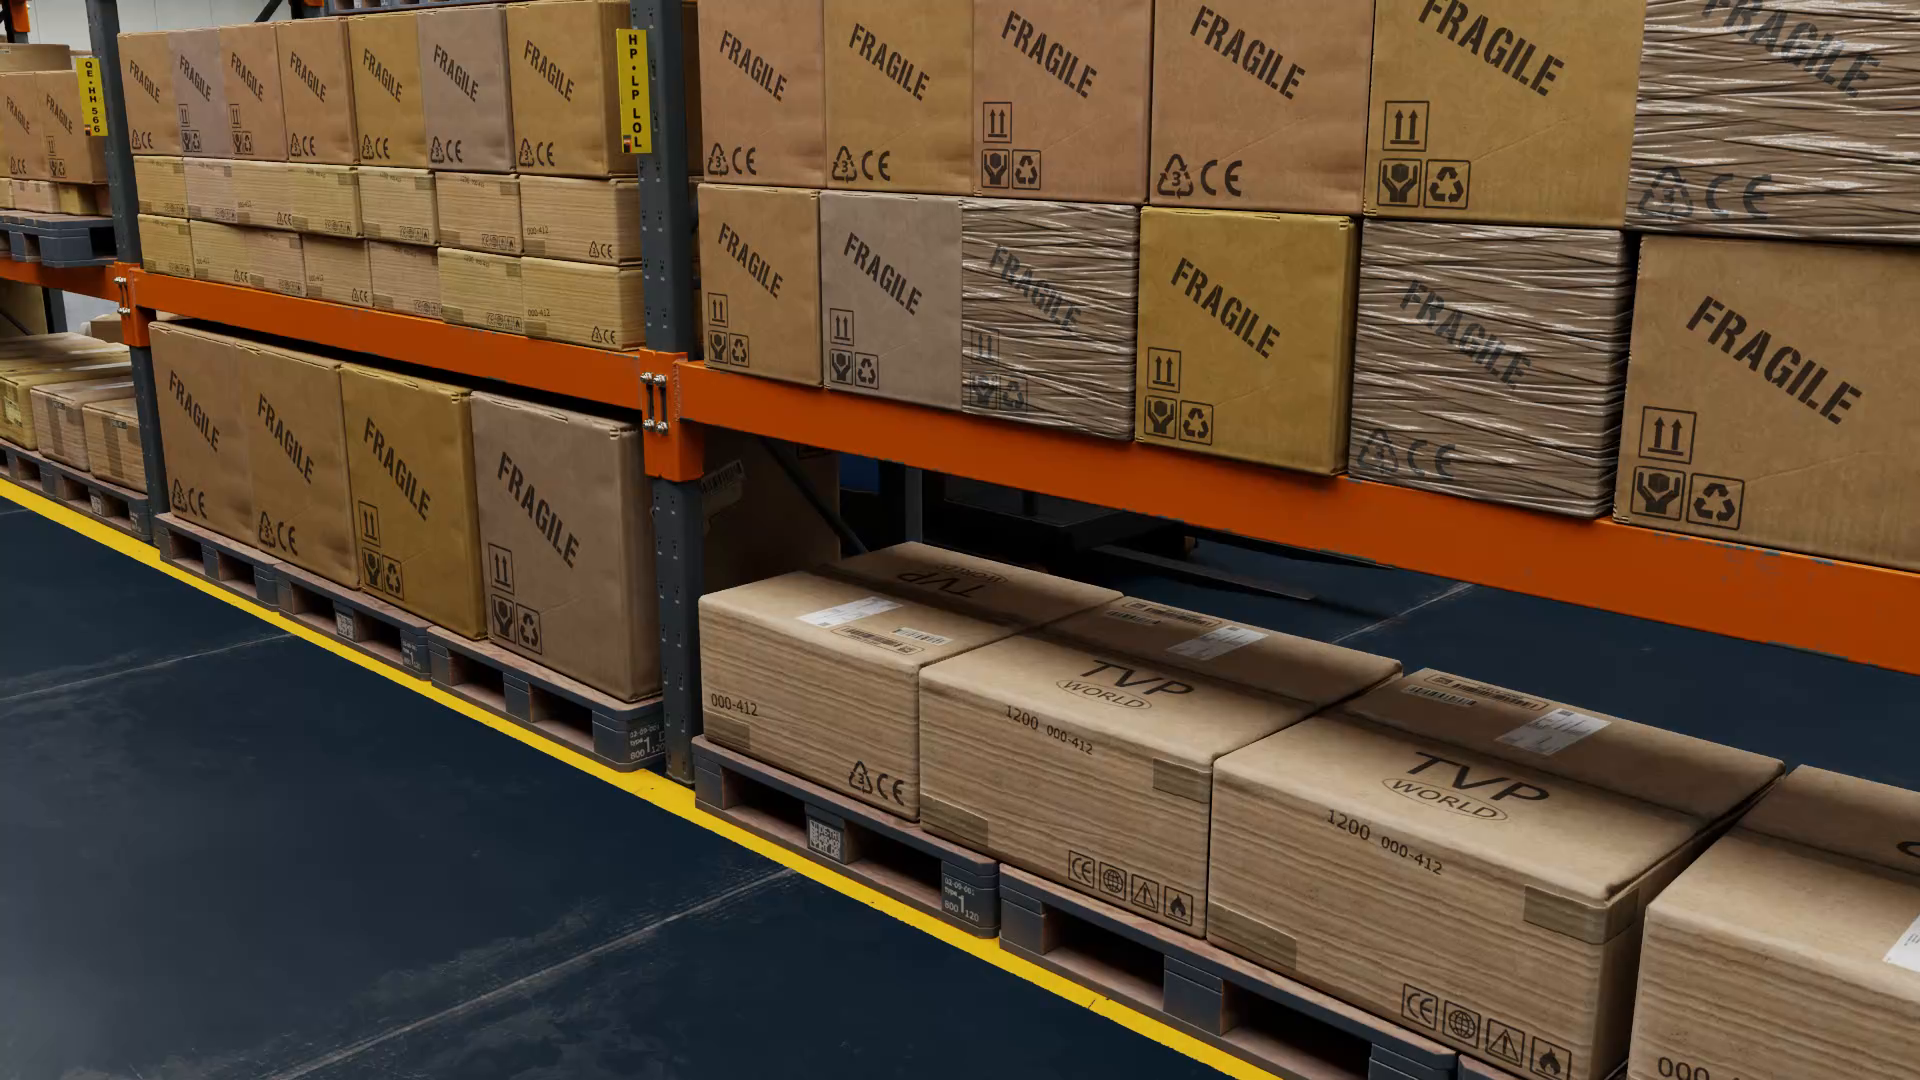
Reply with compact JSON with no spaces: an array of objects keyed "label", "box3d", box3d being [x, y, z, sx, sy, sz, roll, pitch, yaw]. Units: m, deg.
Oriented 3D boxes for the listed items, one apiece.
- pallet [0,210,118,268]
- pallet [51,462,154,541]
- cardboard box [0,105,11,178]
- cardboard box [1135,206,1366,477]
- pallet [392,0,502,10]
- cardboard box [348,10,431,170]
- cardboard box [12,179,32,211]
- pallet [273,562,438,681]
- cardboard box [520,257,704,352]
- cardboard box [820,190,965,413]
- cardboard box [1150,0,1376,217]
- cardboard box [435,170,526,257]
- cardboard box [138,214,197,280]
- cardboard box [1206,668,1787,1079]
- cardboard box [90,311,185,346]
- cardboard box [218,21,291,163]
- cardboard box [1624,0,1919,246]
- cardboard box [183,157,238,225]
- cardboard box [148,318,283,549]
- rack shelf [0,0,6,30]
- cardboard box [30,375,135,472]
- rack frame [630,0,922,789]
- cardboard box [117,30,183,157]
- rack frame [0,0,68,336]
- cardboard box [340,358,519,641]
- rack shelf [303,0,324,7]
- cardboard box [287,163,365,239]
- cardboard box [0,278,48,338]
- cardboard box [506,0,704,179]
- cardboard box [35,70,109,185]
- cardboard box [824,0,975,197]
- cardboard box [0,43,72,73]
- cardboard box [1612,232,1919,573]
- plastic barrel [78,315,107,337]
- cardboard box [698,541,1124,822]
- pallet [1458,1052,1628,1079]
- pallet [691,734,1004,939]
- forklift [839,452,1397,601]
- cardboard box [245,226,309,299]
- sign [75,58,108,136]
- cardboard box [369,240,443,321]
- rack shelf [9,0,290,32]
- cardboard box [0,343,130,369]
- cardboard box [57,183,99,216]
[{"label":"pallet","box3d":[-3.981,-1.512,8.166,1.003,0.211,1.213,14,20,42]},{"label":"pallet","box3d":[-3.956,-0.287,8.615,1.213,0.211,1.003,14,20,42]},{"label":"cardboard box","box3d":[-4.658,-2.101,8.424,0.500,0.500,0.500,12,19,38]},{"label":"cardboard box","box3d":[0.725,-0.451,3.515,0.500,0.500,0.500,-14,20,-43]},{"label":"pallet","box3d":[-4.366,-4.883,14.950,1.213,0.211,1.003,14,20,42]},{"label":"cardboard box","box3d":[-1.740,-1.546,5.734,0.500,0.500,0.500,-14,20,-43]},{"label":"cardboard box","box3d":[-4.425,-1.711,8.215,0.250,0.149,0.380,12,19,40]},{"label":"pallet","box3d":[-2.005,0.215,6.688,1.213,0.211,1.003,14,20,42]},{"label":"cardboard box","box3d":[-1.013,-0.760,5.196,0.500,0.250,0.500,13,19,41]},{"label":"cardboard box","box3d":[0.001,-0.629,4.200,0.500,0.500,0.500,14,20,43]},{"label":"cardboard box","box3d":[0.741,-0.934,3.388,0.500,0.500,0.500,13,20,42]},{"label":"cardboard box","box3d":[-1.366,-1.088,5.464,0.500,0.250,0.500,-14,20,-43]},{"label":"cardboard box","box3d":[-3.217,-1.296,7.253,0.500,0.250,0.500,13,20,41]},{"label":"cardboard box","box3d":[1.156,0.681,3.617,0.875,0.438,0.875,-14,20,-43]},{"label":"cardboard box","box3d":[-6.101,-1.426,12.407,0.500,0.500,0.500,-2,15,-6]},{"label":"cardboard box","box3d":[-2.483,-1.723,6.413,0.500,0.500,0.500,-14,20,-43]},{"label":"cardboard box","box3d":[1.456,-0.759,2.714,0.500,0.500,0.500,14,20,42]},{"label":"cardboard box","box3d":[-2.830,-1.445,6.833,0.500,0.250,0.500,-14,20,-43]},{"label":"cardboard box","box3d":[-2.955,-0.539,7.431,0.875,0.875,0.875,13,20,42]},{"label":"rack shelf","box3d":[-7.714,-3.653,11.480,4.000,0.370,1.077,14,20,42]},{"label":"cardboard box","box3d":[-4.331,-0.659,8.893,0.625,0.372,0.950,13,20,41]},{"label":"rack frame","box3d":[-0.515,-0.799,5.051,0.127,3.000,1.000,14,20,42]},{"label":"cardboard box","box3d":[-3.209,-1.901,7.097,0.500,0.500,0.500,13,19,40]},{"label":"rack frame","box3d":[-6.274,-2.200,10.424,0.127,3.000,1.000,14,20,42]},{"label":"cardboard box","box3d":[-1.672,-0.225,6.228,0.875,0.875,0.875,-14,20,-43]},{"label":"rack shelf","box3d":[-1.955,-2.253,6.107,4.000,0.370,1.077,14,20,42]},{"label":"cardboard box","box3d":[-2.123,-1.264,6.140,0.500,0.250,0.500,14,20,43]},{"label":"cardboard box","box3d":[-6.511,-1.587,11.208,0.500,0.500,0.500,-13,20,-42]},{"label":"cardboard box","box3d":[-1.011,-1.364,5.038,0.500,0.500,0.500,-14,20,-42]},{"label":"cardboard box","box3d":[-3.914,-1.924,7.746,0.500,0.500,0.500,13,19,41]},{"label":"cardboard box","box3d":[0.019,-1.115,4.080,0.500,0.500,0.500,13,20,41]},{"label":"cardboard box","box3d":[-4.768,-2.444,8.455,0.250,0.149,0.380,12,19,40]},{"label":"cardboard box","box3d":[1.483,-0.275,2.839,0.500,0.500,0.500,13,20,41]},{"label":"plastic barrel","box3d":[-6.616,-1.566,13.103,0.512,0.421,0.421,-2,15,-6]},{"label":"cardboard box","box3d":[-0.137,0.367,4.825,0.875,0.438,0.875,13,20,41]},{"label":"pallet","box3d":[1.735,1.124,3.199,1.213,0.211,1.003,14,20,42]},{"label":"pallet","box3d":[-0.022,0.697,4.837,1.213,0.211,1.003,14,20,42]},{"label":"forklift","box3d":[0.449,-1.307,7.135,3.031,2.935,1.130,14,20,43]},{"label":"cardboard box","box3d":[-2.461,-1.116,6.564,0.500,0.250,0.500,-14,20,-42]},{"label":"sign","box3d":[-3.764,-1.921,7.217,0.005,0.325,0.100,14,20,42]},{"label":"cardboard box","box3d":[-1.728,-0.941,5.891,0.500,0.250,0.500,13,19,41]},{"label":"rack shelf","box3d":[-4.834,-2.953,8.794,4.000,0.370,1.077,14,20,42]},{"label":"cardboard box","box3d":[-5.375,-0.915,9.872,0.950,0.372,0.625,-13,19,-41]},{"label":"cardboard box","box3d":[-4.037,-1.630,7.902,0.250,0.149,0.380,14,20,43]}]
